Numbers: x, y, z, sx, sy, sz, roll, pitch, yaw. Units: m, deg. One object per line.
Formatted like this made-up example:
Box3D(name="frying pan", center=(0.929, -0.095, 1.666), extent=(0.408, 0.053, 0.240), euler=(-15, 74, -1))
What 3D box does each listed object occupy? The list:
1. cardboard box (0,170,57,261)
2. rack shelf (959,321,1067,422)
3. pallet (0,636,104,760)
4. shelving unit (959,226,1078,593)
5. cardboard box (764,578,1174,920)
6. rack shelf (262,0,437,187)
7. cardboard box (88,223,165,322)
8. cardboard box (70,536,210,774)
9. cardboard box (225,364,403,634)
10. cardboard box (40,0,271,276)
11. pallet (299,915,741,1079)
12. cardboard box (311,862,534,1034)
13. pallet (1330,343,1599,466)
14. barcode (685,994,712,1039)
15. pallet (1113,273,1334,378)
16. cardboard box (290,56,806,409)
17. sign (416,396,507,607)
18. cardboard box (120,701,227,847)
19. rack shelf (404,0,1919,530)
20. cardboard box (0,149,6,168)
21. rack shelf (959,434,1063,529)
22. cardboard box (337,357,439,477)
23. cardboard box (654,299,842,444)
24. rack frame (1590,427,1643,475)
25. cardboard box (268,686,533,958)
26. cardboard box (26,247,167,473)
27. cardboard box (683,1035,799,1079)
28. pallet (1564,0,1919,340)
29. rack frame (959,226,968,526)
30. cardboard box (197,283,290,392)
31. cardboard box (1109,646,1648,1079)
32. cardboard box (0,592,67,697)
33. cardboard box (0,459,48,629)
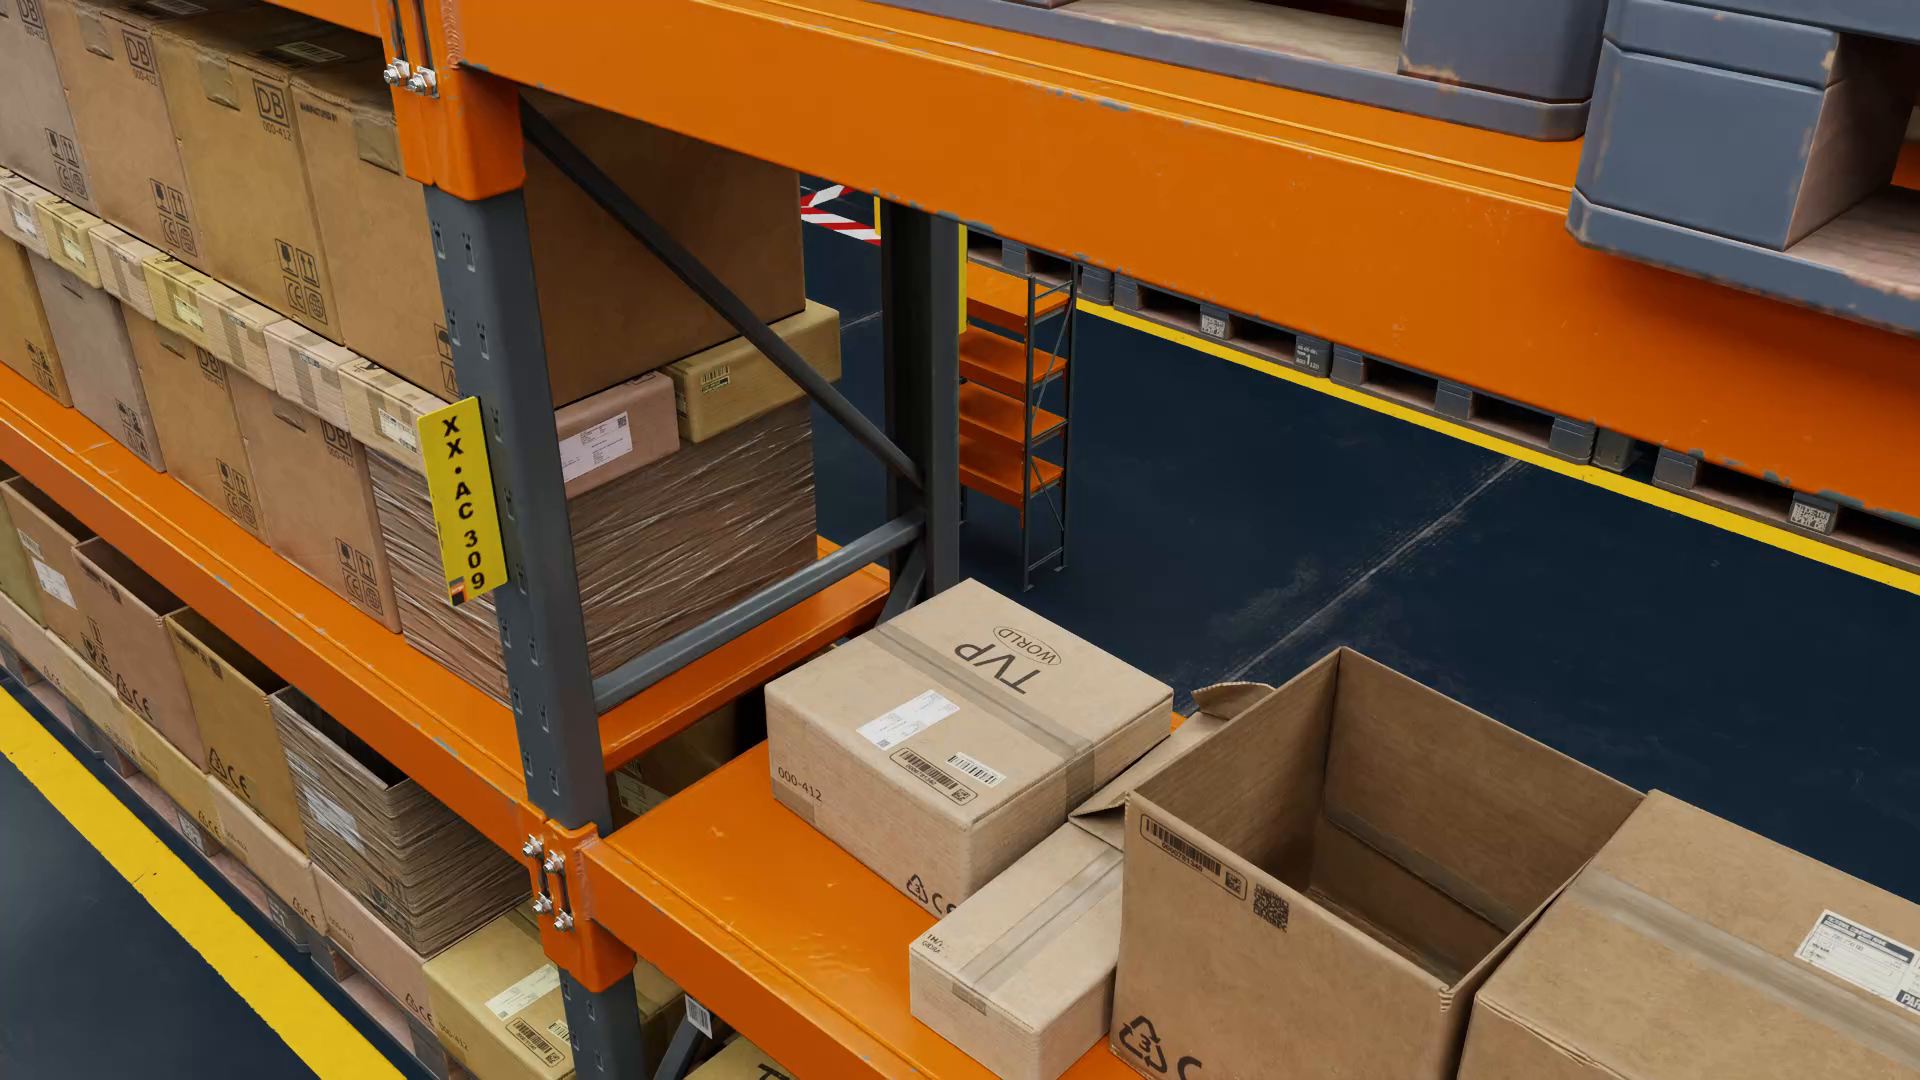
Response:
Box3D(name="cardboard box", center=(-2.060, -0.817, 3.974), extent=(0.250, 0.149, 0.380), euler=(25, 39, 36))
Box3D(name="rack shelf", center=(0.123, -0.591, 5.765), extent=(0.480, 0.148, 0.258), euler=(25, 39, 35))
Box3D(name="pallet", center=(-2.750, 0.196, 5.719), extent=(1.213, 0.211, 1.003), euler=(25, 39, 35))
Box3D(name="shelving unit", center=(0.123, -0.457, 5.845), extent=(0.503, 1.200, 0.258), euler=(25, 39, 35))
Box3D(name="cardboard box", center=(0.015, 0.355, 2.897), extent=(0.500, 0.250, 0.500), euler=(-27, 40, -37))
Box3D(name="rack shelf", center=(-1.863, -1.532, 3.675), extent=(4.000, 0.370, 1.077), euler=(25, 39, 35))
Box3D(name="cardboard box", center=(-1.665, -0.636, 3.672), extent=(0.250, 0.149, 0.380), euler=(26, 40, 36))
Box3D(name="cardboard box", center=(-1.987, 0.220, 4.507), extent=(0.500, 0.500, 0.500), euler=(25, 39, 35))
Box3D(name="cardboard box", center=(-1.108, -0.237, 3.638), extent=(0.500, 0.500, 0.700), euler=(25, 39, 35))
Box3D(name="cardboard box", center=(-1.459, -0.961, 3.583), extent=(0.500, 0.500, 0.700), euler=(25, 39, 35))
Box3D(name="pallet", center=(-0.941, 1.041, 4.317), extent=(1.213, 0.211, 1.003), euler=(25, 39, 35))
Box3D(name="cardboard box", center=(-1.234, 0.882, 4.136), extent=(0.500, 0.250, 0.500), euler=(25, 39, 35))
Box3D(name="pallet", center=(2.420, -0.783, 7.345), extent=(1.213, 0.211, 1.003), euler=(25, 39, 35))
Box3D(name="barcode", center=(-0.470, 0.856, 2.986), extent=(0.075, 0.075, 0.001), euler=(25, 39, 35))
Box3D(name="pallet", center=(1.511, -1.205, 8.047), extent=(1.213, 0.211, 1.003), euler=(25, 39, 35))
Box3D(name="cardboard box", center=(-0.713, -0.613, 3.004), extent=(0.500, 0.500, 0.700), euler=(25, 39, 35))
Box3D(name="sign", center=(-0.751, -0.055, 2.517), extent=(0.005, 0.325, 0.100), euler=(25, 39, 35))
Box3D(name="cardboard box", center=(-1.986, 0.541, 4.701), extent=(0.500, 0.250, 0.500), euler=(25, 39, 35))
Box3D(name="rack shelf", center=(1.103, -0.148, 1.376), extent=(4.000, 0.370, 1.077), euler=(25, 39, 35))
Box3D(name="cardboard box", center=(-2.201, -1.307, 4.158), extent=(0.500, 0.500, 0.700), euler=(25, 39, 35))
Box3D(name="rack shelf", center=(0.123, -0.229, 5.982), extent=(0.480, 0.148, 0.258), euler=(25, 39, 35))
Box3D(name="cardboard box", center=(-0.907, -0.282, 3.084), extent=(0.250, 0.149, 0.380), euler=(24, 39, 34))
Box3D(name="cardboard box", center=(-0.449, -0.351, 3.198), extent=(0.250, 0.149, 0.380), euler=(25, 39, 35))
Box3D(name="rack frame", center=(2.942, -1.758, 6.263), extent=(0.127, 3.000, 1.000), euler=(25, 39, 35))
Box3D(name="cardboard box", center=(-1.233, 0.560, 3.944), extent=(0.500, 0.500, 0.500), euler=(25, 39, 35))
Box3D(name="cardboard box", center=(-1.858, -0.589, 4.223), extent=(0.500, 0.500, 0.700), euler=(26, 40, 36))
Box3D(name="cardboard box", center=(-0.240, 1.133, 3.174), extent=(0.500, 0.311, 0.500), euler=(25, 39, 35))
Box3D(name="pallet", center=(1.192, -0.269, 1.064), extent=(1.213, 0.211, 1.003), euler=(27, 40, 37))
Box3D(name="rack frame", center=(-0.058, -0.541, 5.986), extent=(0.015, 1.200, 0.240), euler=(25, 39, 35))
Box3D(name="cardboard box", center=(-1.298, -0.462, 3.384), extent=(0.250, 0.149, 0.380), euler=(25, 39, 35))
Box3D(name="cardboard box", center=(0.569, 0.549, 2.333), extent=(0.500, 0.500, 0.500), euler=(-26, 40, -36))
Box3D(name="cardboard box", center=(-2.724, 0.193, 5.280), extent=(0.500, 0.250, 0.500), euler=(25, 39, 35))
Box3D(name="cardboard box", center=(-2.725, -0.127, 5.085), extent=(0.500, 0.500, 0.500), euler=(25, 39, 35))
